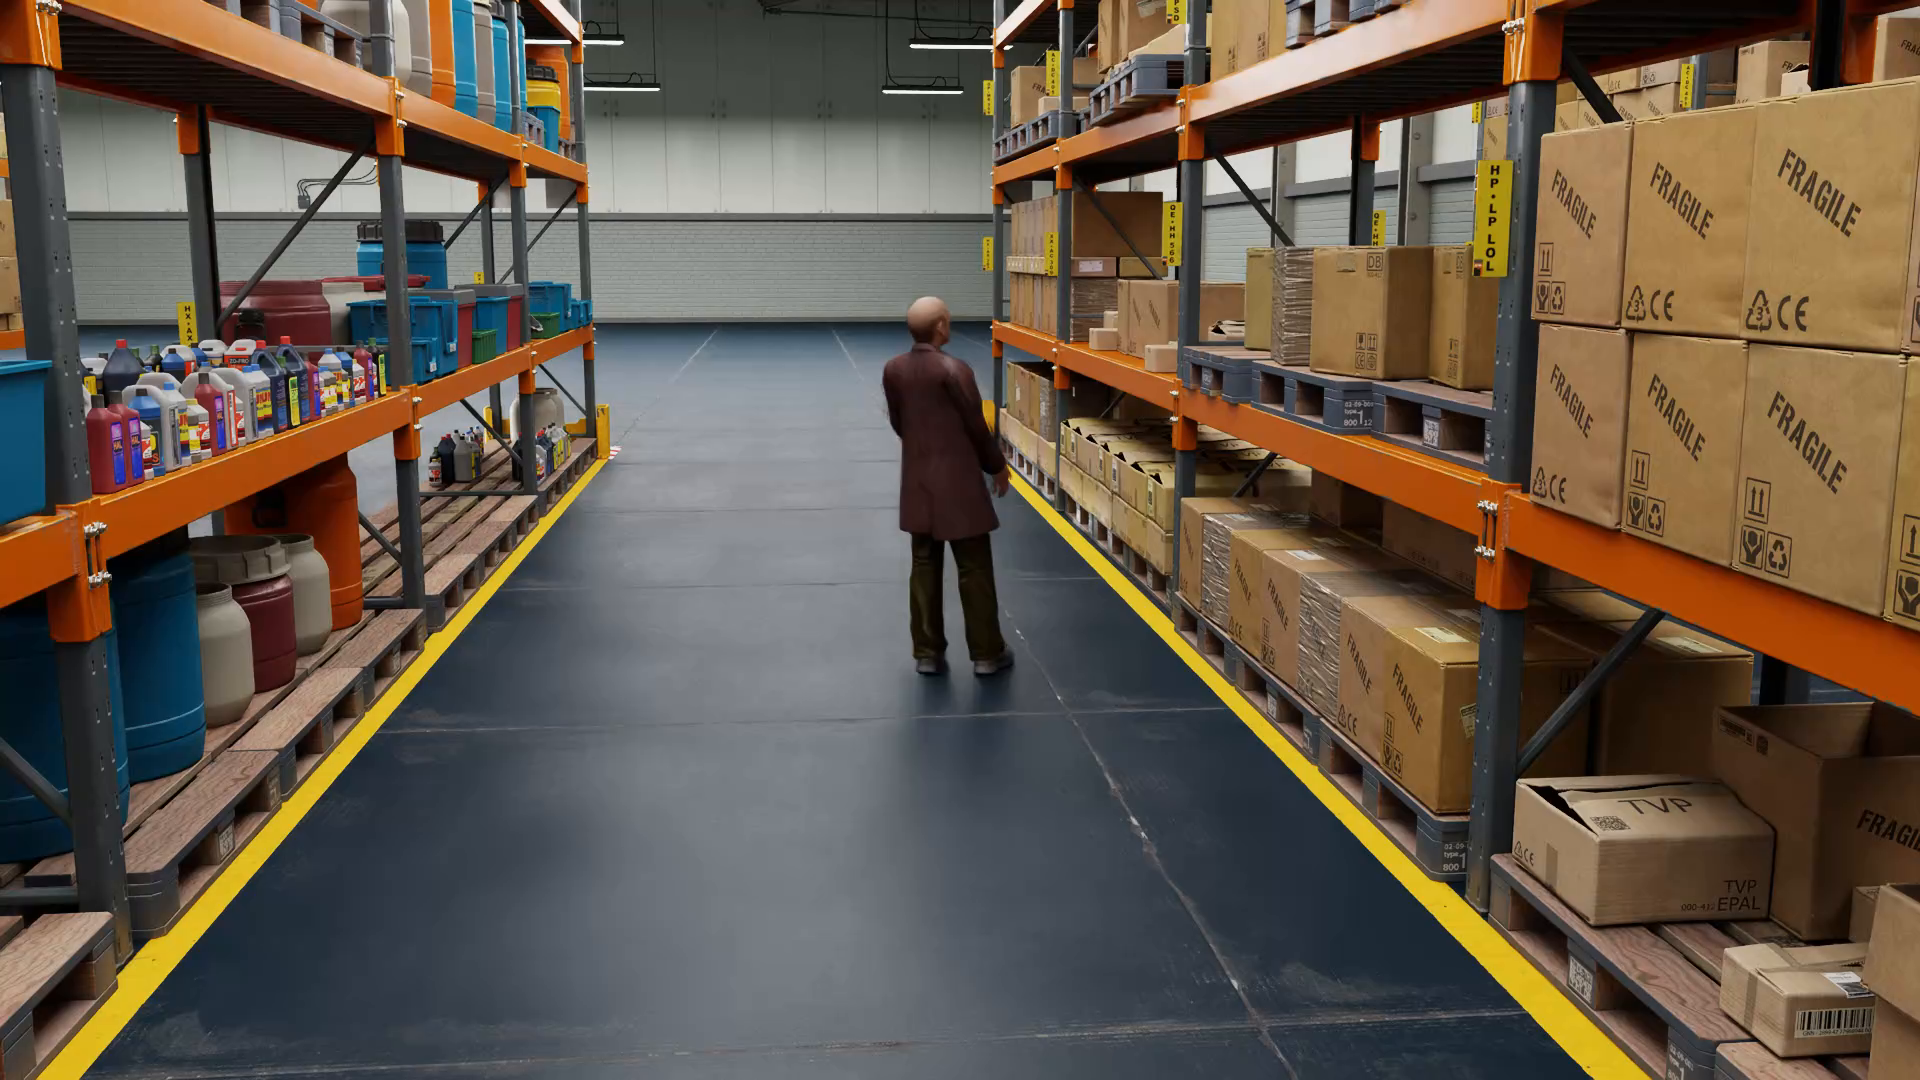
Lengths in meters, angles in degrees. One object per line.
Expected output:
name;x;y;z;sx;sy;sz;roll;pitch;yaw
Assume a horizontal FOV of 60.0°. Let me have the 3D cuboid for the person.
person;-0.039;-0.264;7.917;0.576;1.780;0.564;8;13;39
